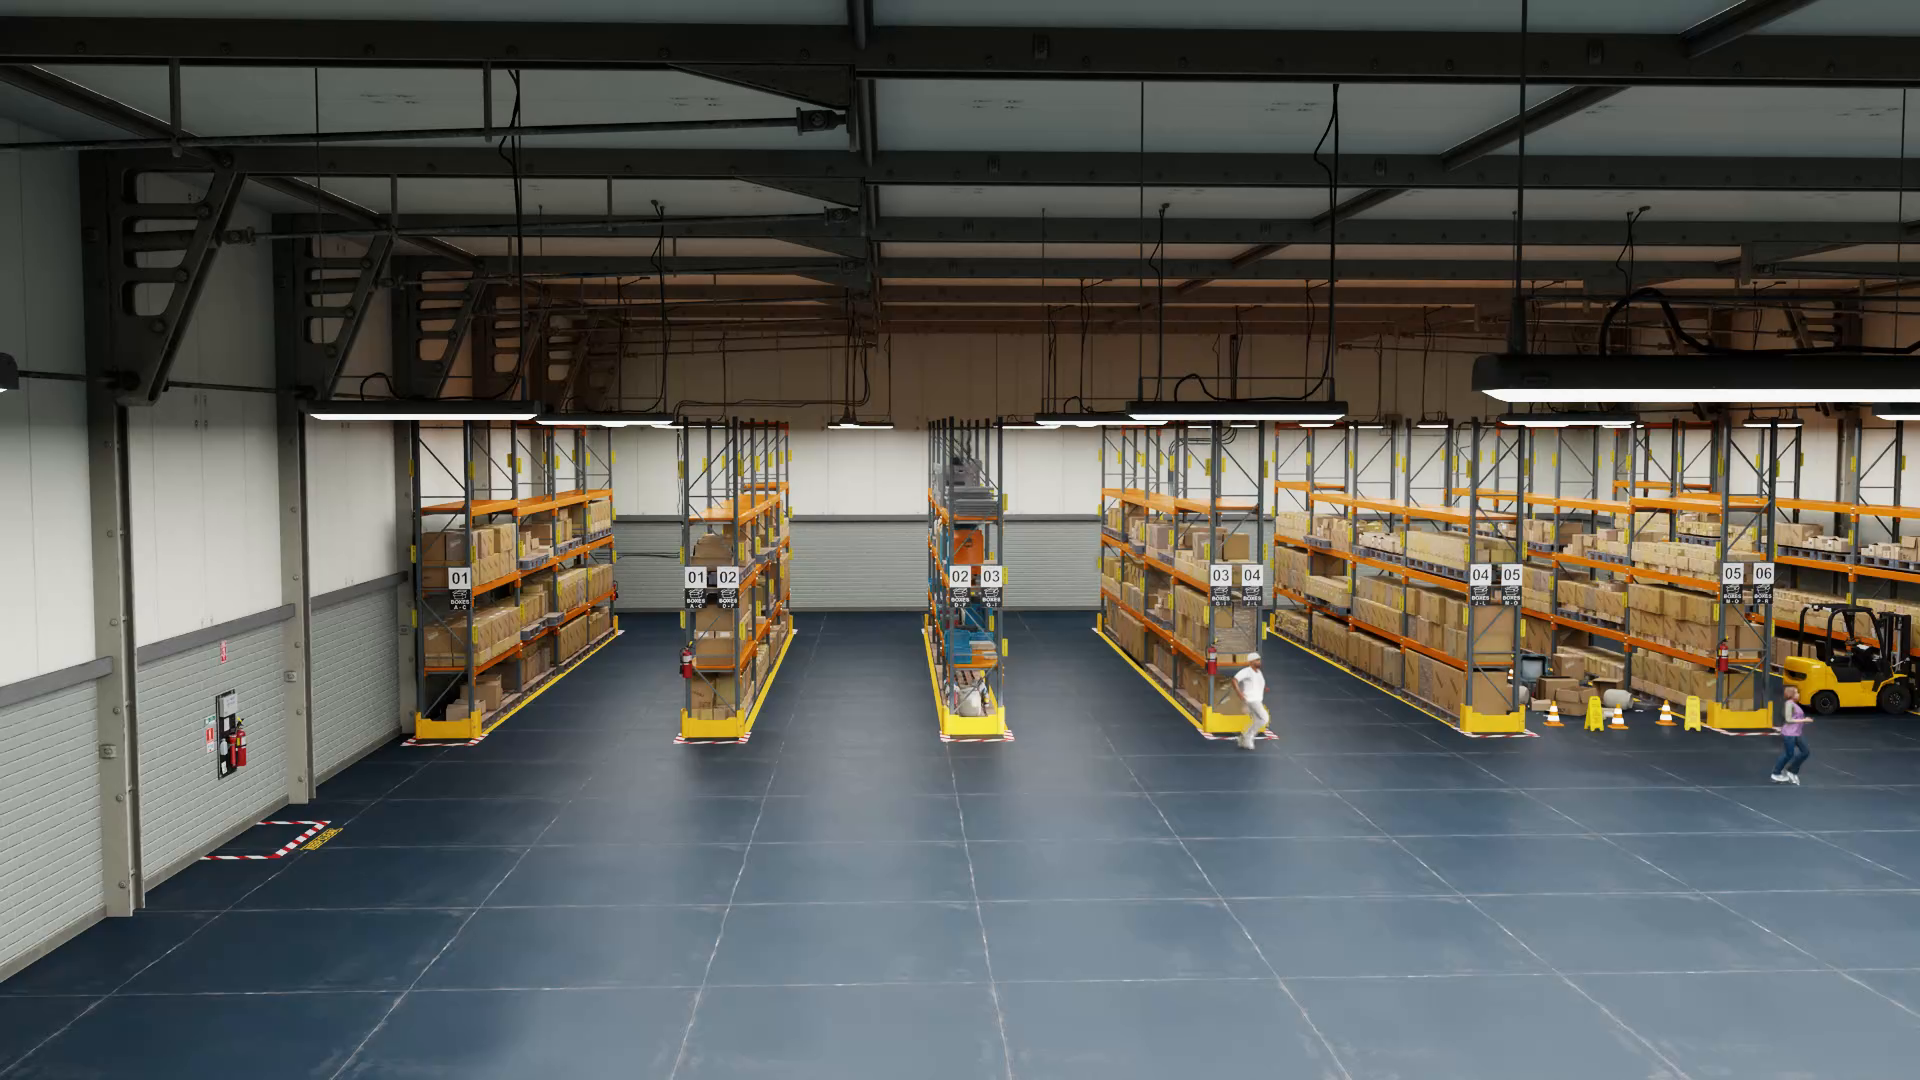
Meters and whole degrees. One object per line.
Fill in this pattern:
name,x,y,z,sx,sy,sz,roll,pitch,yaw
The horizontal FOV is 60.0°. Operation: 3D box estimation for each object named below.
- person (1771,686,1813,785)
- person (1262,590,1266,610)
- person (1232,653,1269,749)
person,13.487,3.171,26.908,0.635,1.614,0.514,4,5,44
person,7.949,1.933,44.915,0.664,1.760,0.940,0,4,-1
person,5.299,2.897,29.992,0.629,1.725,0.705,2,4,29
